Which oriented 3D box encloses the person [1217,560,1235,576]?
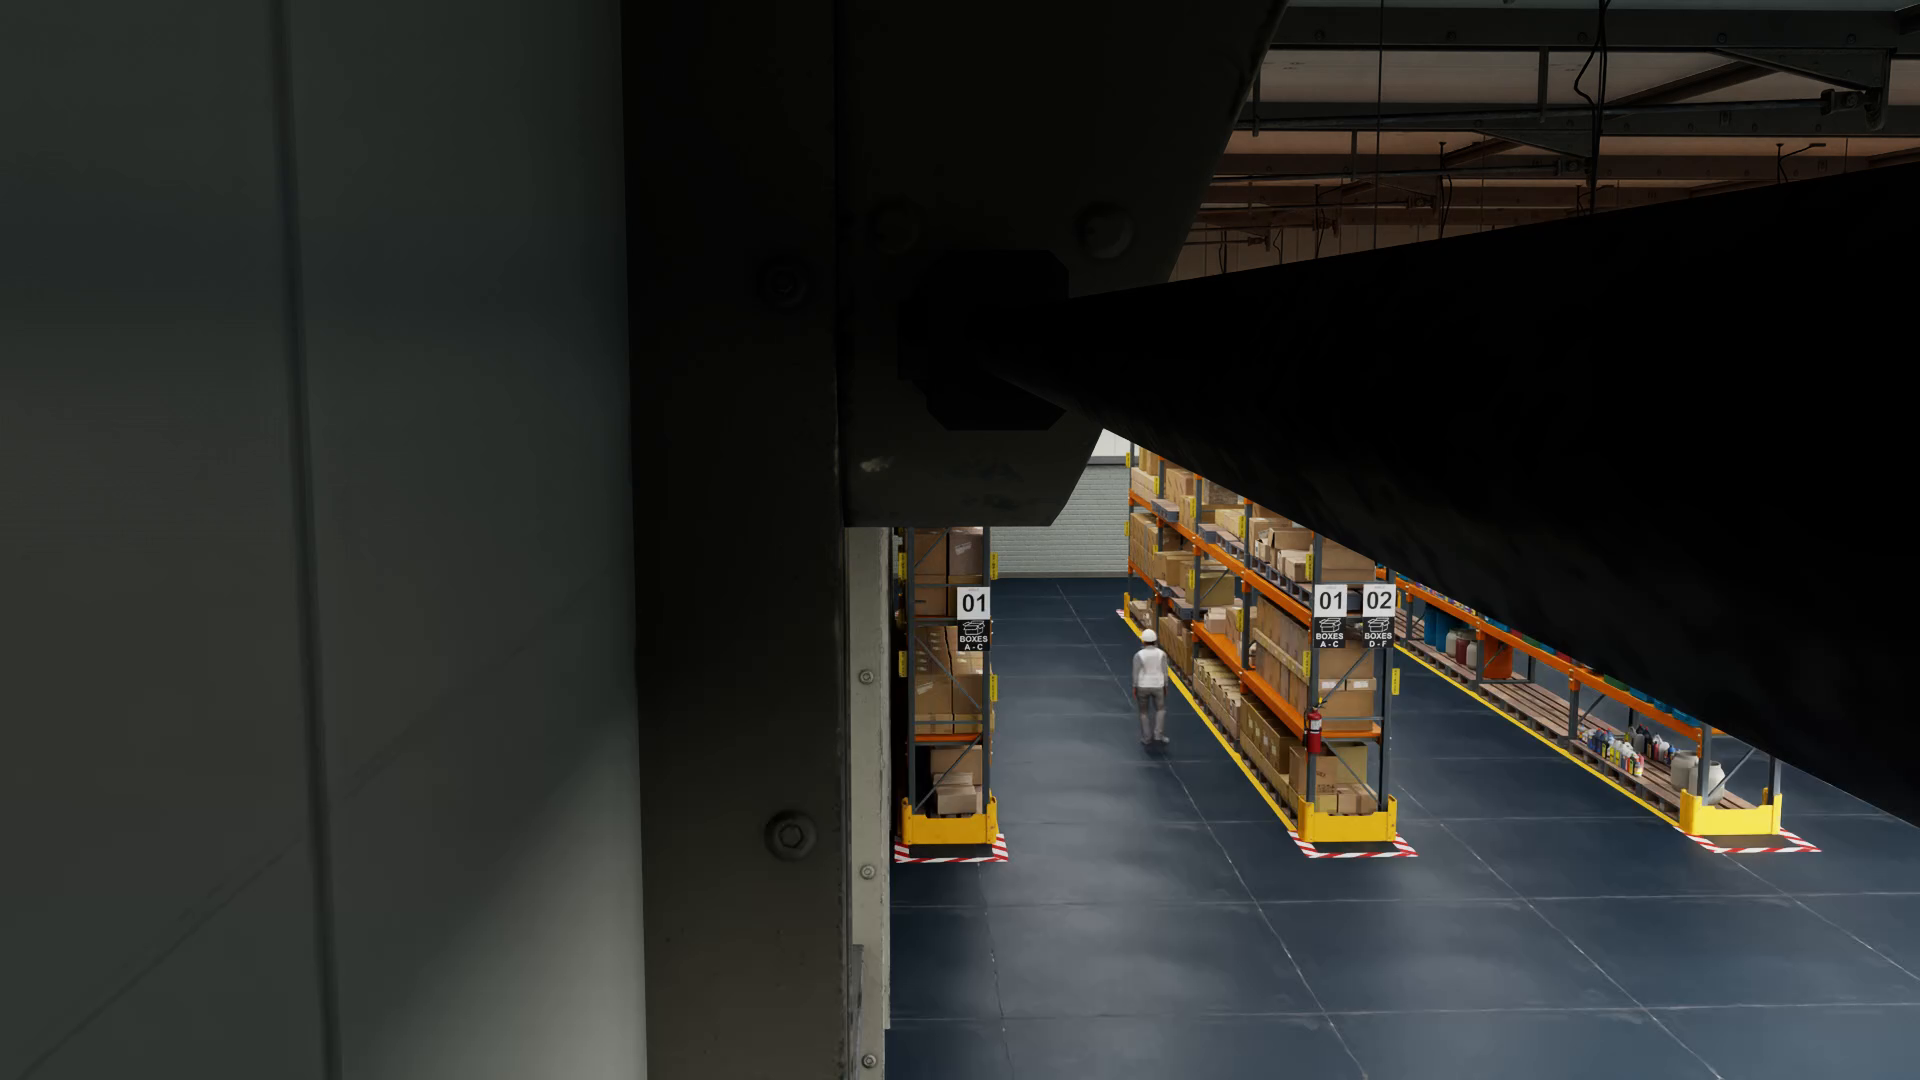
[{"bbox_3d":[6.255,0.552,38.842,0.696,1.630,0.715,1,7,6],"label":"person"}]

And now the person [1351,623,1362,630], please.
[{"bbox_3d":[8.097,1.076,34.137,0.472,1.790,0.602,4,8,29],"label":"person"}]

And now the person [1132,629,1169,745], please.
[{"bbox_3d":[2.887,2.235,25.226,0.566,1.772,0.537,0,7,-3],"label":"person"}]
